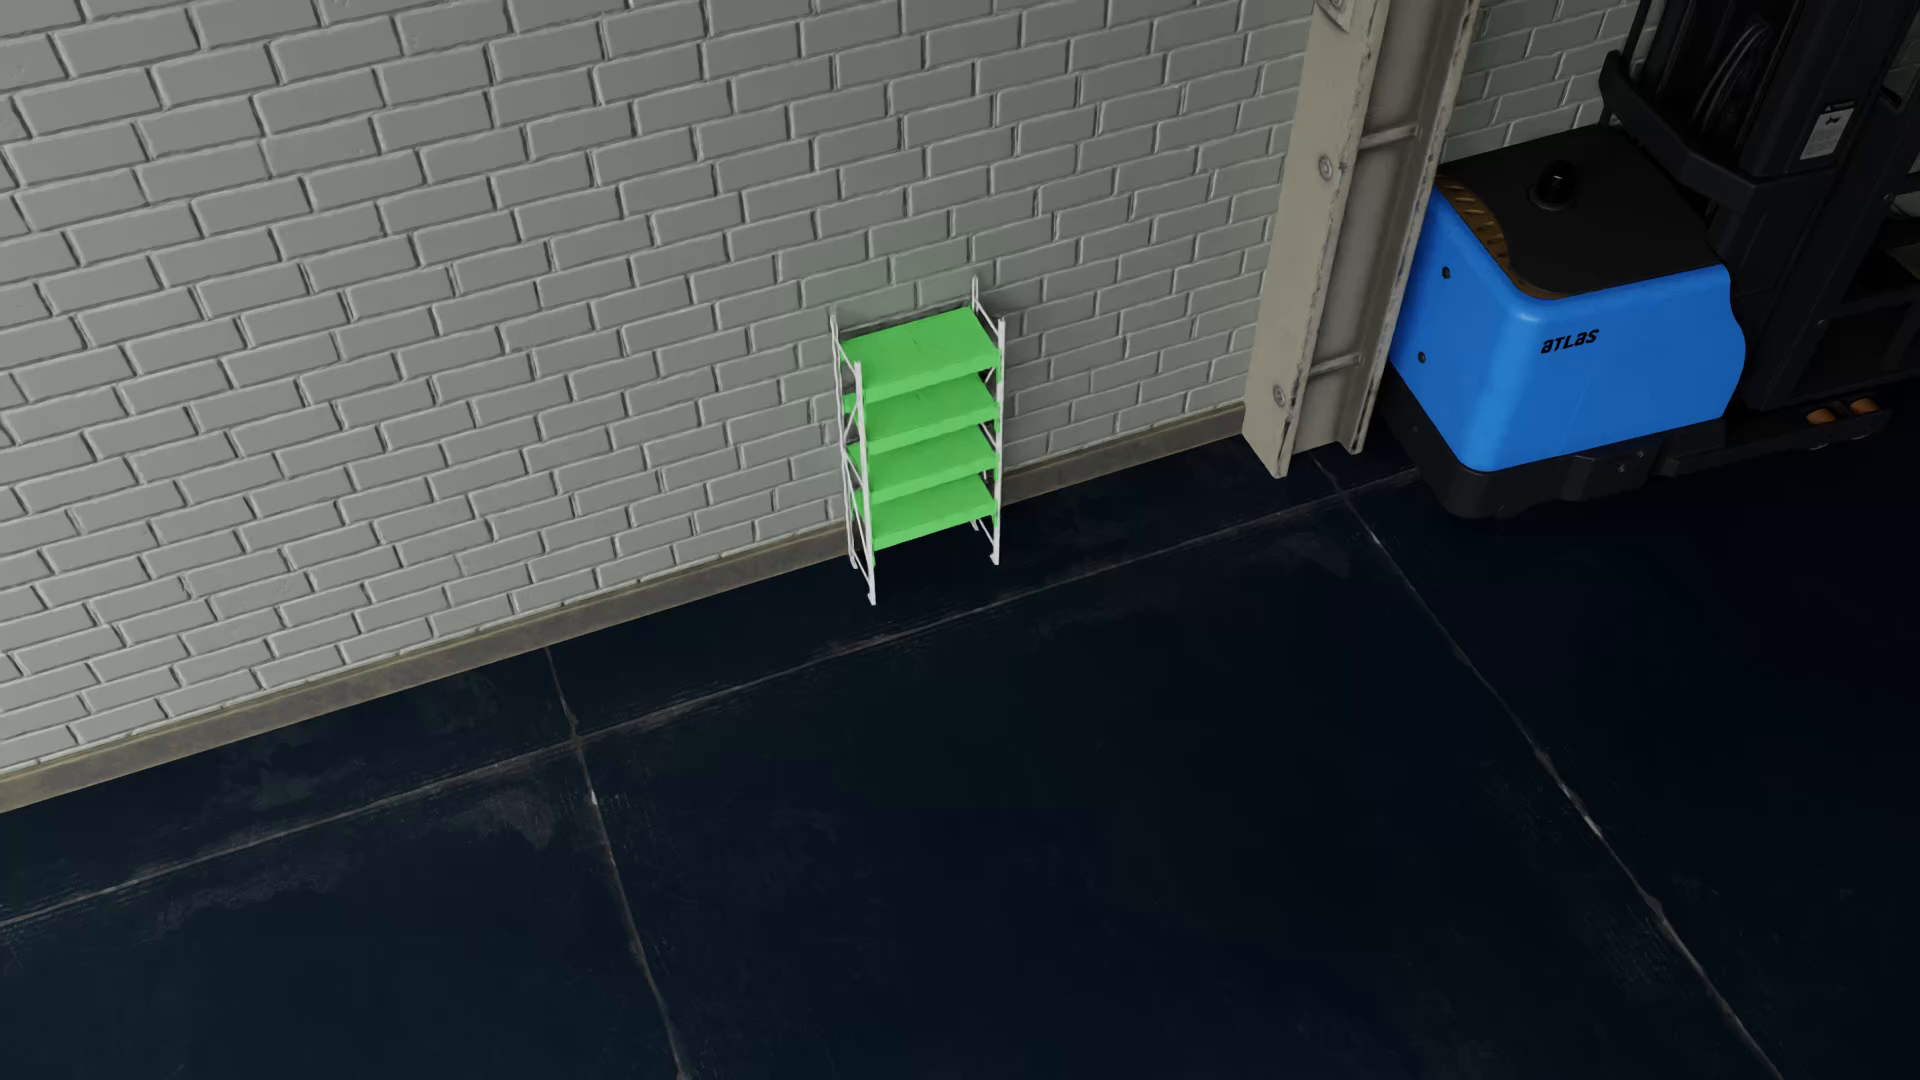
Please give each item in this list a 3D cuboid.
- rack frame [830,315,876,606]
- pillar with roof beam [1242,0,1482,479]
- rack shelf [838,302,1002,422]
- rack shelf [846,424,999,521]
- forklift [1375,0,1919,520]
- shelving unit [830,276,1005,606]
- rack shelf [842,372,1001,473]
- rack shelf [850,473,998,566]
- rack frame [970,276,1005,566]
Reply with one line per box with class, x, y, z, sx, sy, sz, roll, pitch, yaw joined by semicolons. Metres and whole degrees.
rack frame;-0.359;-0.238;5.663;0.015;1.200;0.240;-18;52;-15
pillar with roof beam;2.976;-0.309;0.584;0.400;9.000;9.100;-17;52;-14
rack shelf;-0.134;-0.581;5.409;0.480;0.148;0.258;-18;52;-15
rack shelf;-0.134;-0.268;5.773;0.480;0.148;0.258;-18;52;-15
forklift;3.139;-1.683;5.763;3.031;2.935;1.130;-13;51;-11
shelving unit;-0.134;-0.309;5.725;0.503;1.200;0.258;-18;52;-15
rack shelf;-0.134;-0.424;5.591;0.480;0.148;0.258;-18;52;-15
rack shelf;-0.134;-0.111;5.955;0.480;0.148;0.258;-18;52;-15
rack frame;0.091;-0.381;5.786;0.015;1.200;0.240;-18;52;-15
